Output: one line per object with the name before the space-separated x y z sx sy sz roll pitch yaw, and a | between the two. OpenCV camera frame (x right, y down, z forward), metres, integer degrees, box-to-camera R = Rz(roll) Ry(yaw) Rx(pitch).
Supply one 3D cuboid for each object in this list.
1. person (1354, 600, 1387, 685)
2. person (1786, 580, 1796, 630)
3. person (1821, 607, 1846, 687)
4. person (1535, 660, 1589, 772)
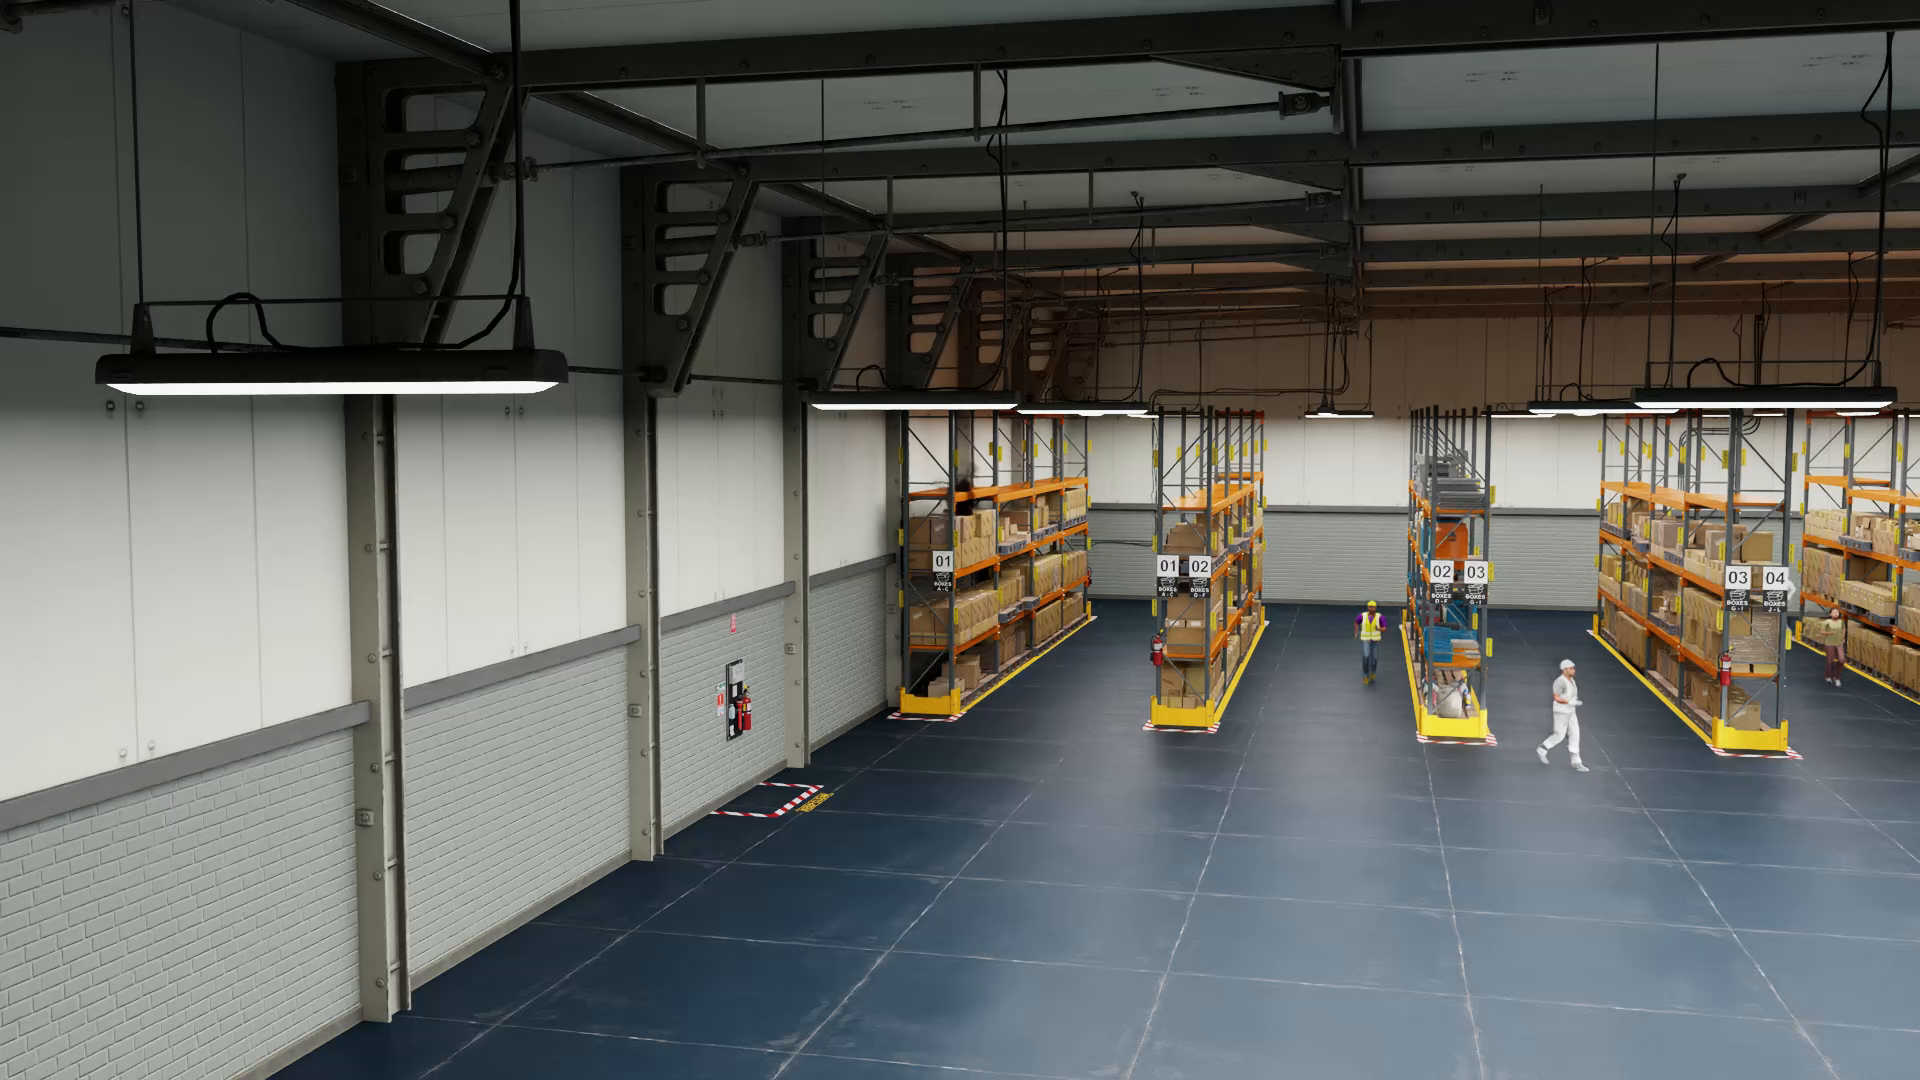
person | 8.982 2.231 36.370 0.675 1.829 0.780 1 4 10
person | 21.959 1.674 44.510 0.716 1.787 0.768 0 4 4
person | 18.915 2.309 35.988 0.558 1.705 0.670 1 4 12
person | 9.915 2.857 27.315 0.681 1.801 0.887 -4 6 -43
